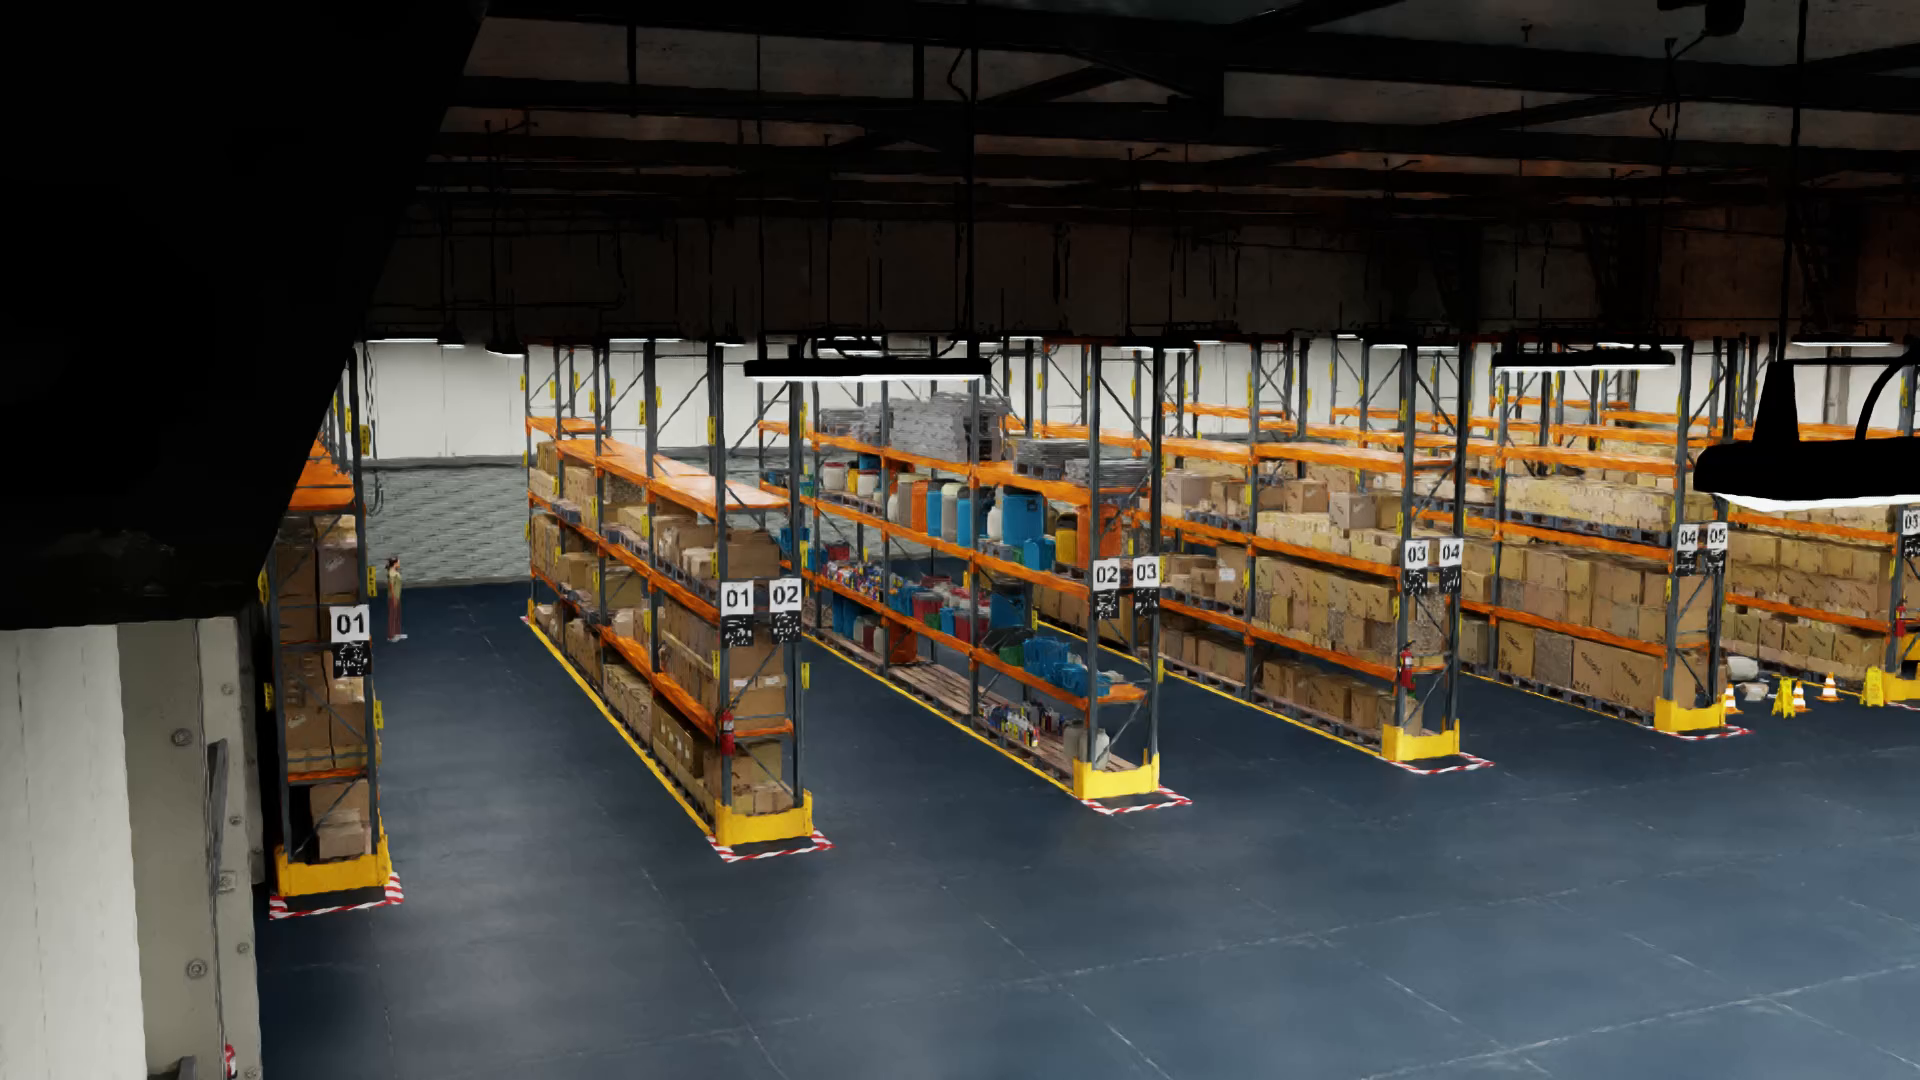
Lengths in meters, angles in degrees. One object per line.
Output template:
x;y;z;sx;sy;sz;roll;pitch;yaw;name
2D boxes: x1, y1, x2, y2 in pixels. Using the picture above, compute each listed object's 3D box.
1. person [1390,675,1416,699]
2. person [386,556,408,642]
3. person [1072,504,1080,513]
7.283;1.785;27.453;0.494;1.786;0.606;1;8;8;person
-11.114;1.141;32.727;0.384;1.676;0.518;-2;8;-14;person
3.017;-0.054;41.575;0.698;1.712;0.466;6;9;37;person
